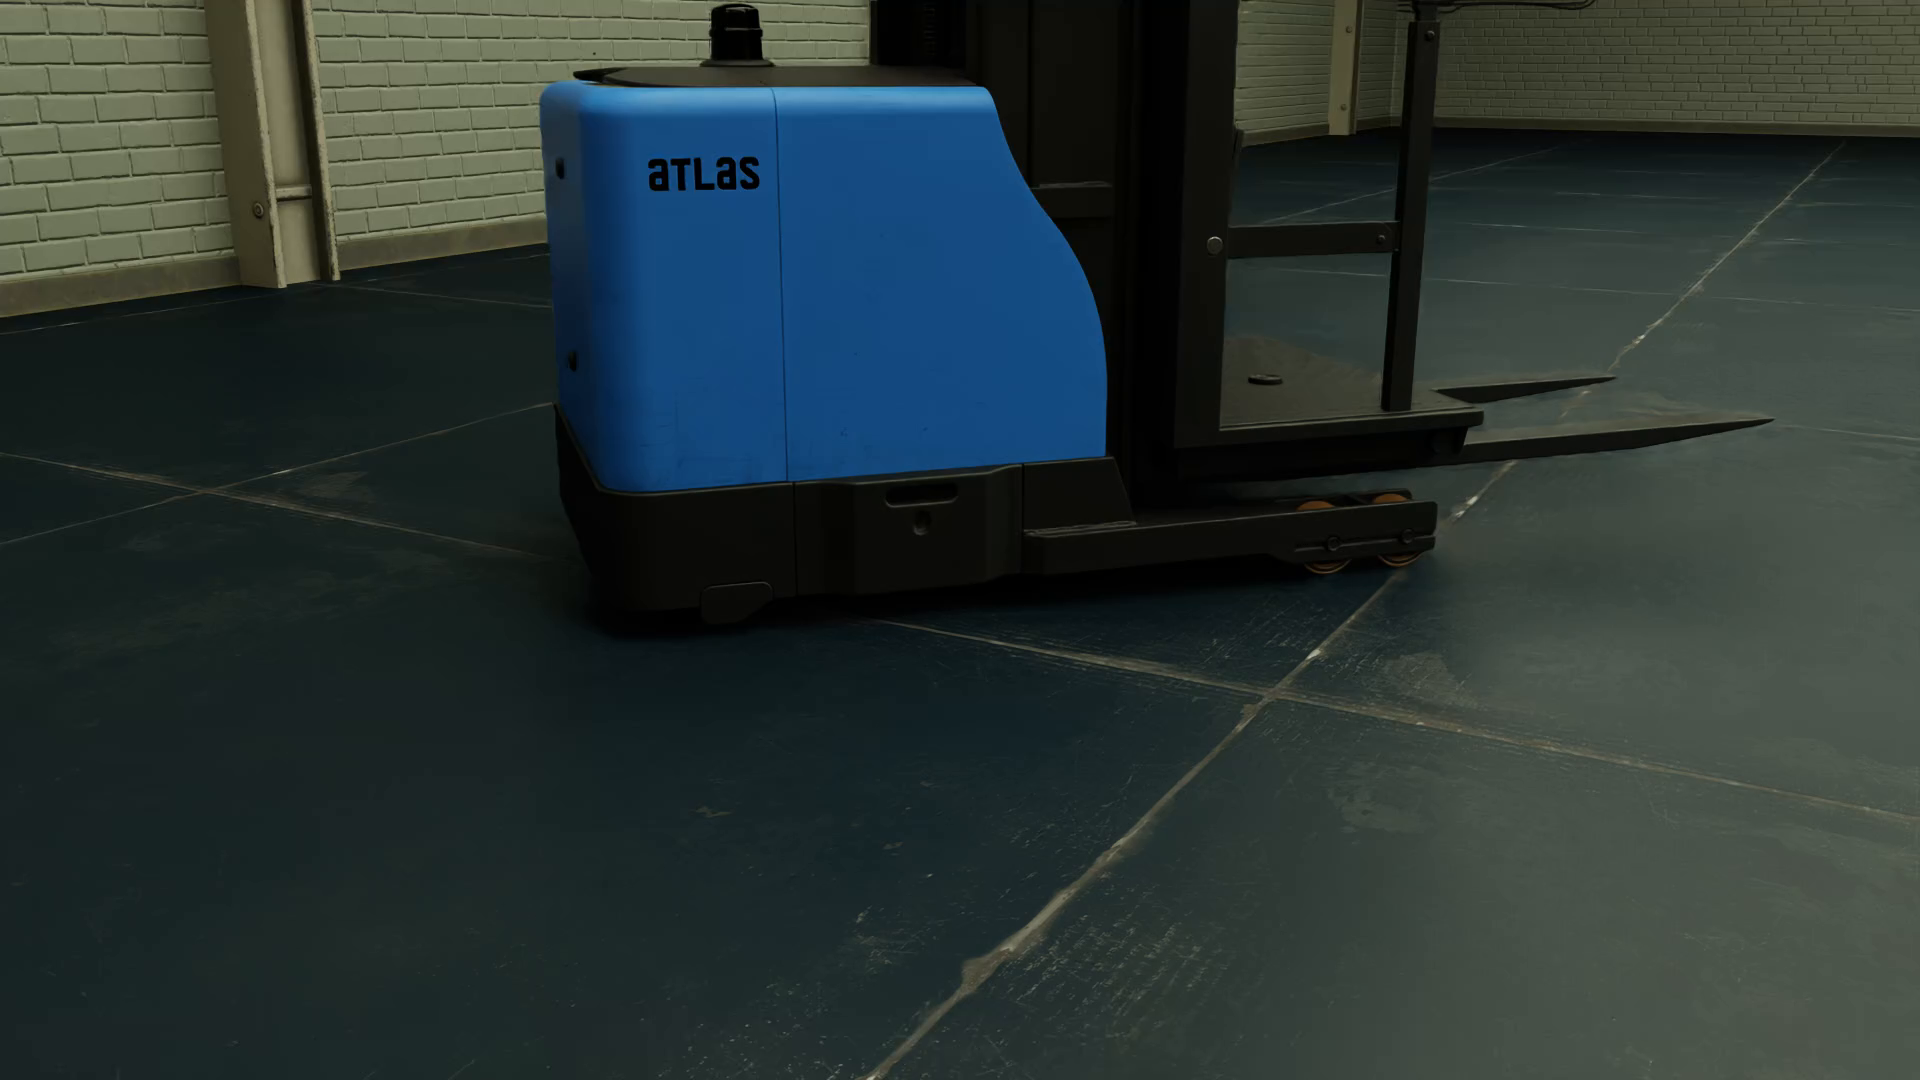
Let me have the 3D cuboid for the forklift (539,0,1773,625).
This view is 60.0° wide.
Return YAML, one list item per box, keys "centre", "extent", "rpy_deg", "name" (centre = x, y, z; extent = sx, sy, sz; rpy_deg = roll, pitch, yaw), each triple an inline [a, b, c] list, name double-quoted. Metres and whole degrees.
- centre: [0.578, -1.463, 3.818]
  extent: [3.031, 2.935, 1.130]
  rpy_deg: [-5, 17, -18]
  name: "forklift"
